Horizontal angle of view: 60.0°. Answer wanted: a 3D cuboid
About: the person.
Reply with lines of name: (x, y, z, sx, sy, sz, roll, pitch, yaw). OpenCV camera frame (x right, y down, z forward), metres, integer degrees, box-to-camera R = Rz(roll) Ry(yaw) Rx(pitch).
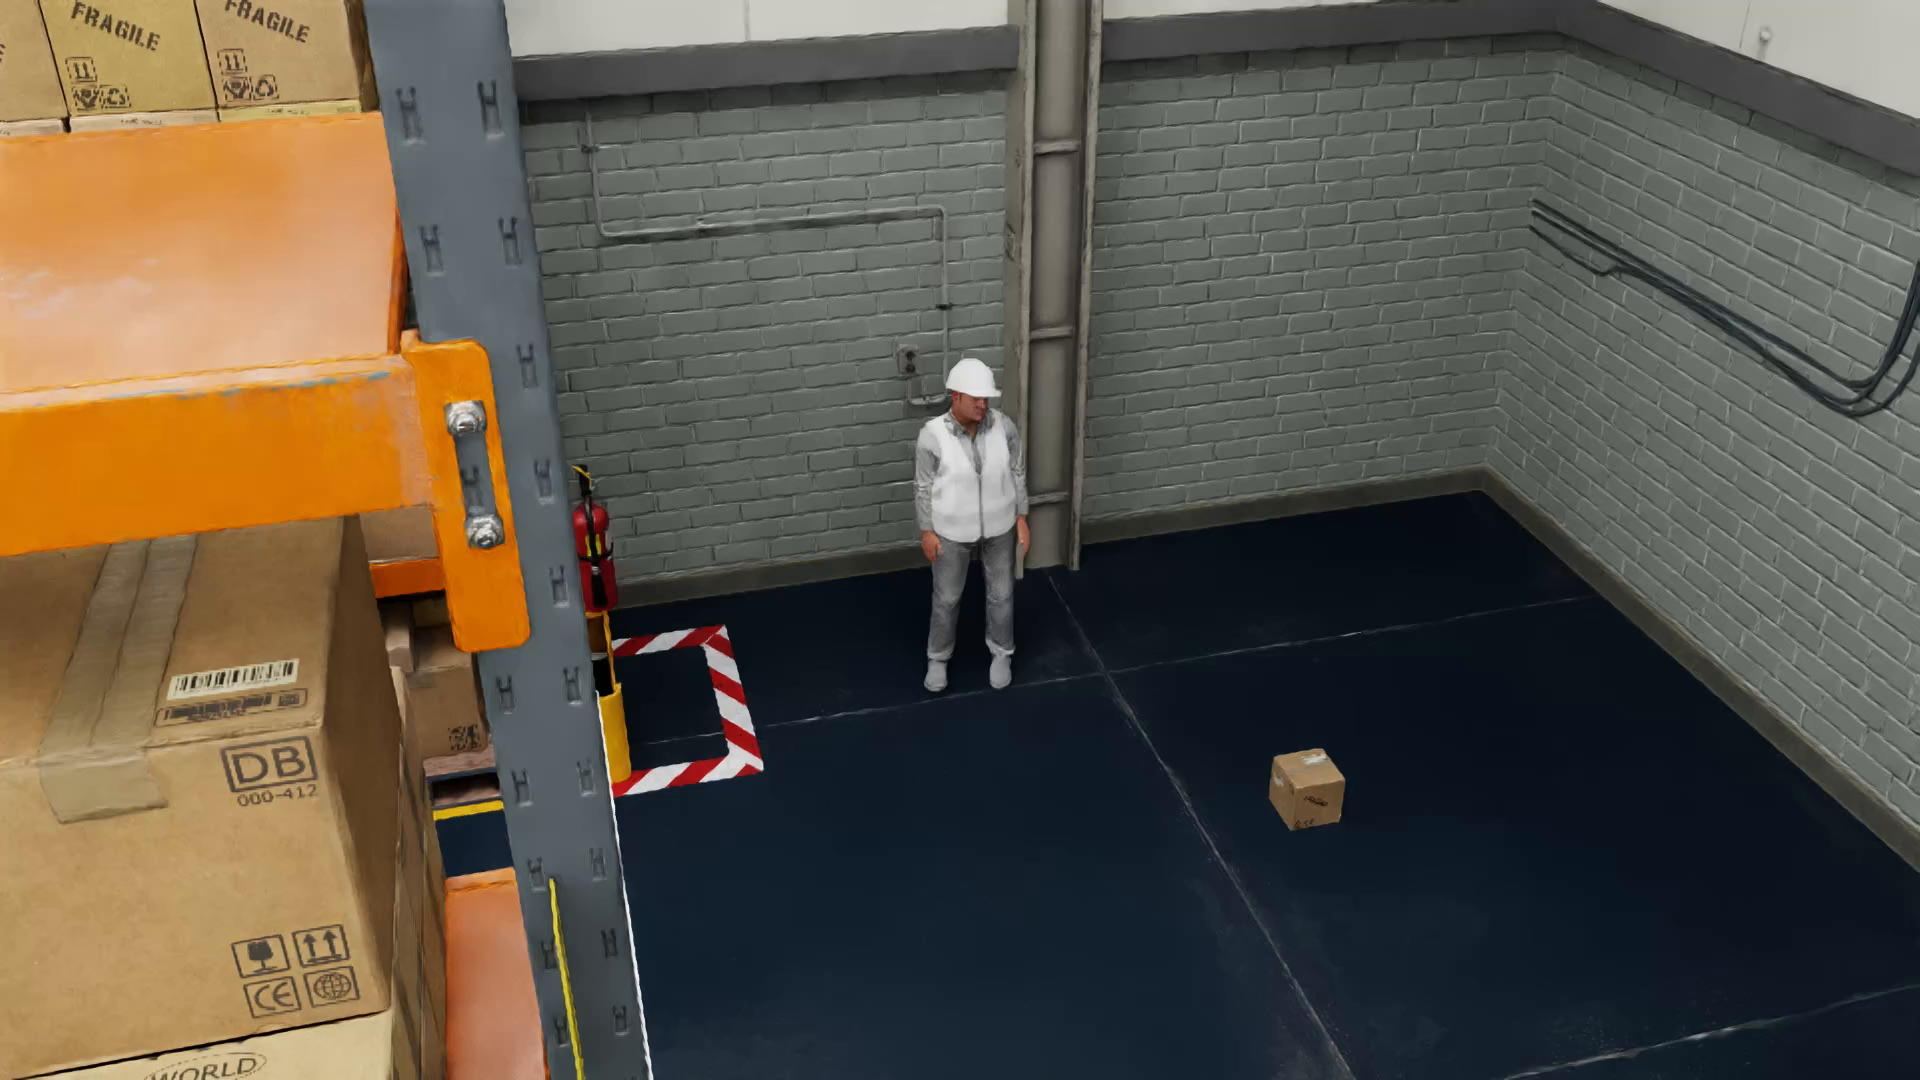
person: (0.060, -0.067, 8.285, 0.567, 1.779, 0.395, -8, 31, -13)
